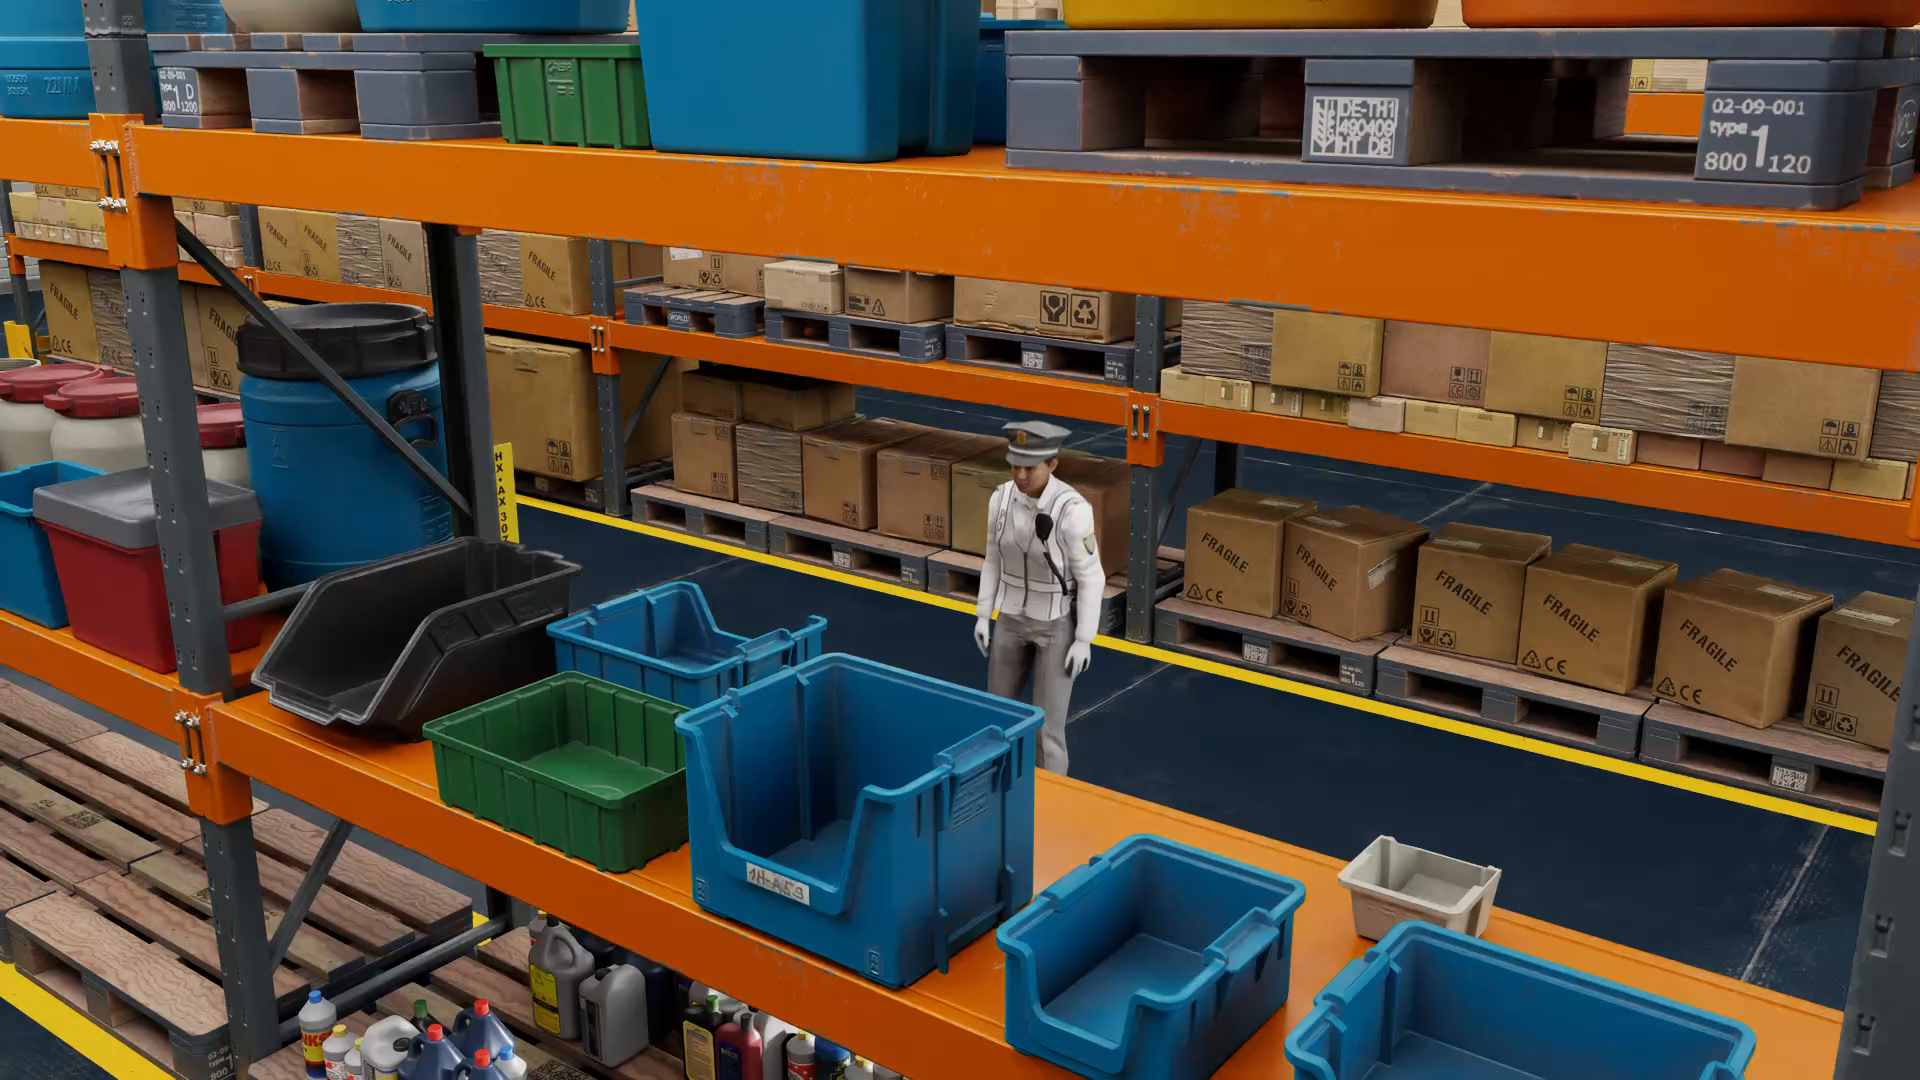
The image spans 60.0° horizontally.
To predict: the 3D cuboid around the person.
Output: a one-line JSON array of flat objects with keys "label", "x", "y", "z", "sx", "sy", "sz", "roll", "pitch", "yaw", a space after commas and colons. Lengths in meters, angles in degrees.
[{"label": "person", "x": 0.279, "y": 0.353, "z": 6.355, "sx": 0.523, "sy": 1.662, "sz": 0.413, "roll": 11, "pitch": 20, "yaw": 33}]
